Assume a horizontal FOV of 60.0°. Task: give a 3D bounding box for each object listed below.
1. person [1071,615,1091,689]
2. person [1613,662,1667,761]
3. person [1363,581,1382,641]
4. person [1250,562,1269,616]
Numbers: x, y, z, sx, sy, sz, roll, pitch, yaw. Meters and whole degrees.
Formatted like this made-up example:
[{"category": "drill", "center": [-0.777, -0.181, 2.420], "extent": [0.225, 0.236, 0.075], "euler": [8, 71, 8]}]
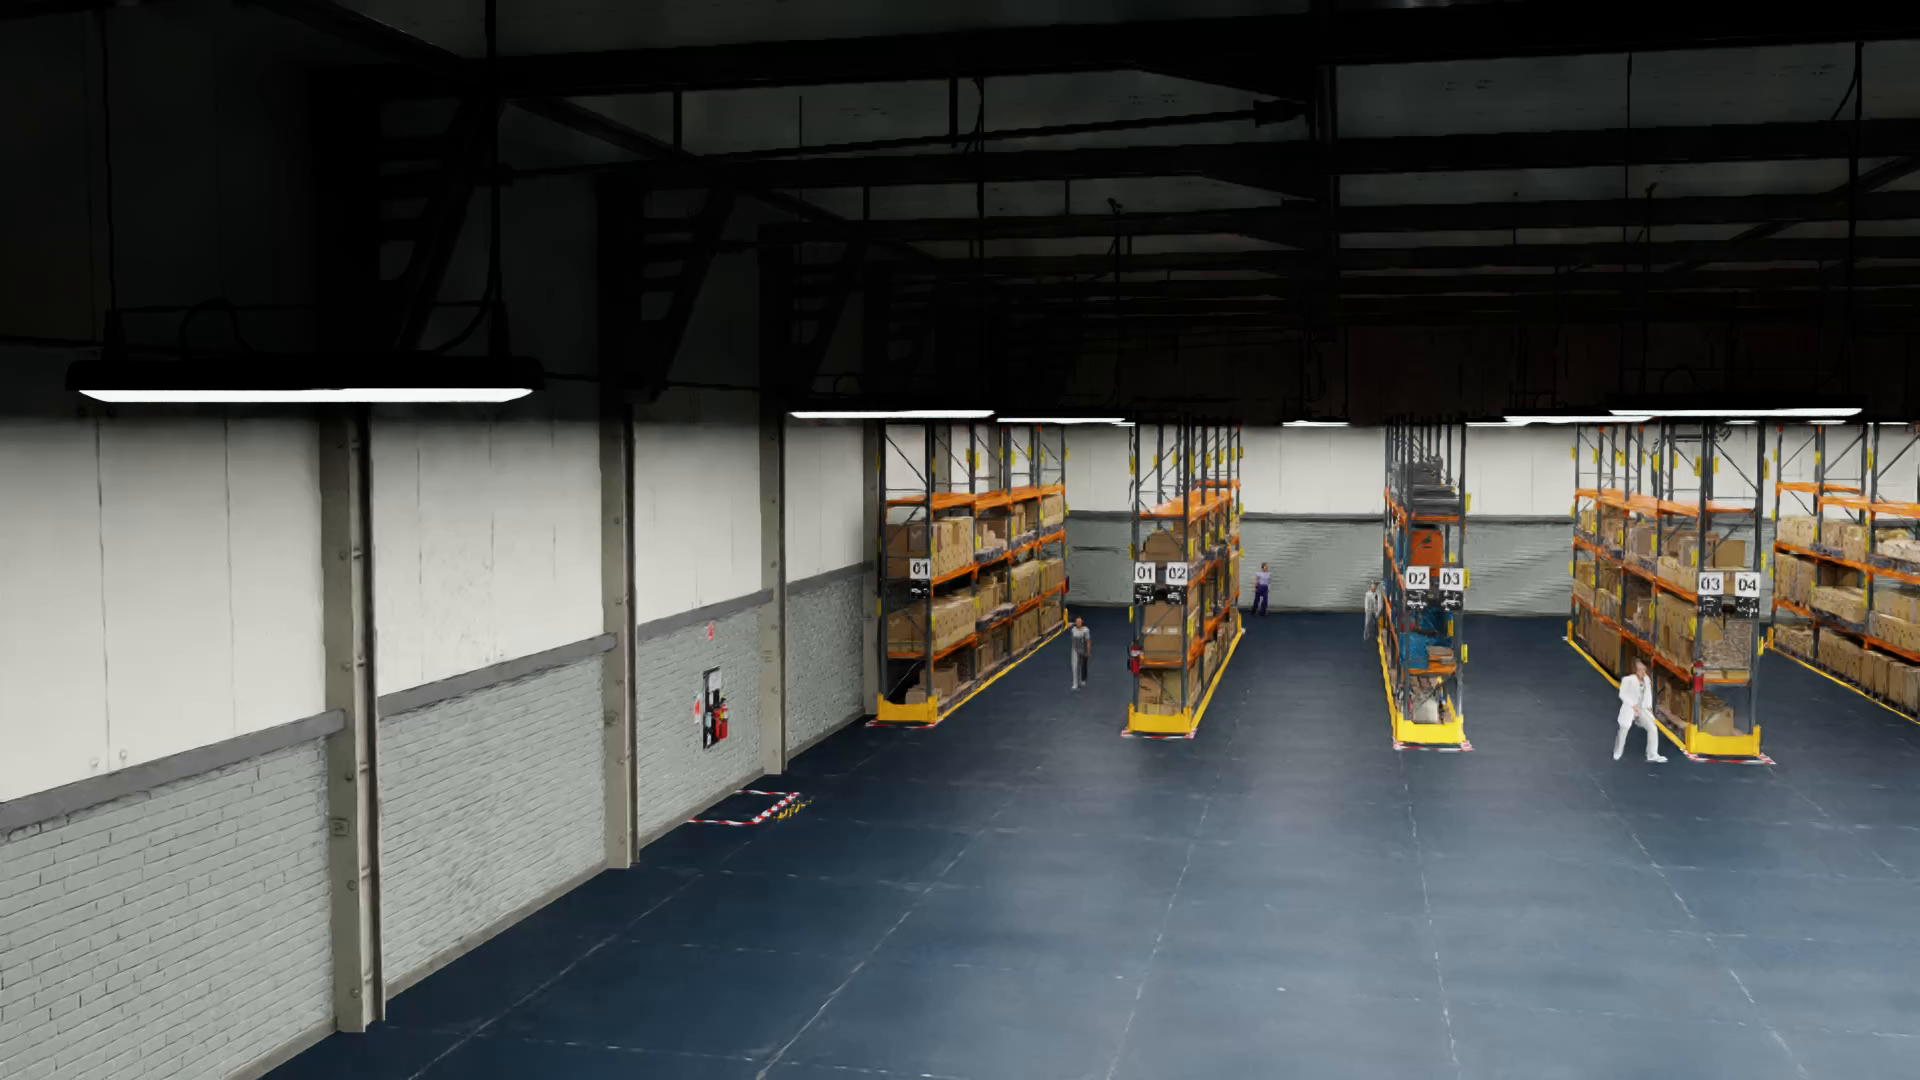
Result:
[{"category": "person", "center": [2.649, 2.443, 36.492], "extent": [0.453, 1.612, 1.019], "euler": [1, 4, 12]}, {"category": "person", "center": [11.588, 2.927, 28.508], "extent": [0.728, 1.722, 0.853], "euler": [0, 4, -6]}, {"category": "person", "center": [11.064, 1.888, 44.506], "extent": [0.484, 1.613, 0.987], "euler": [2, 4, 22]}, {"category": "person", "center": [9.158, 1.489, 50.748], "extent": [0.542, 1.619, 0.550], "euler": [-2, 4, -23]}]
